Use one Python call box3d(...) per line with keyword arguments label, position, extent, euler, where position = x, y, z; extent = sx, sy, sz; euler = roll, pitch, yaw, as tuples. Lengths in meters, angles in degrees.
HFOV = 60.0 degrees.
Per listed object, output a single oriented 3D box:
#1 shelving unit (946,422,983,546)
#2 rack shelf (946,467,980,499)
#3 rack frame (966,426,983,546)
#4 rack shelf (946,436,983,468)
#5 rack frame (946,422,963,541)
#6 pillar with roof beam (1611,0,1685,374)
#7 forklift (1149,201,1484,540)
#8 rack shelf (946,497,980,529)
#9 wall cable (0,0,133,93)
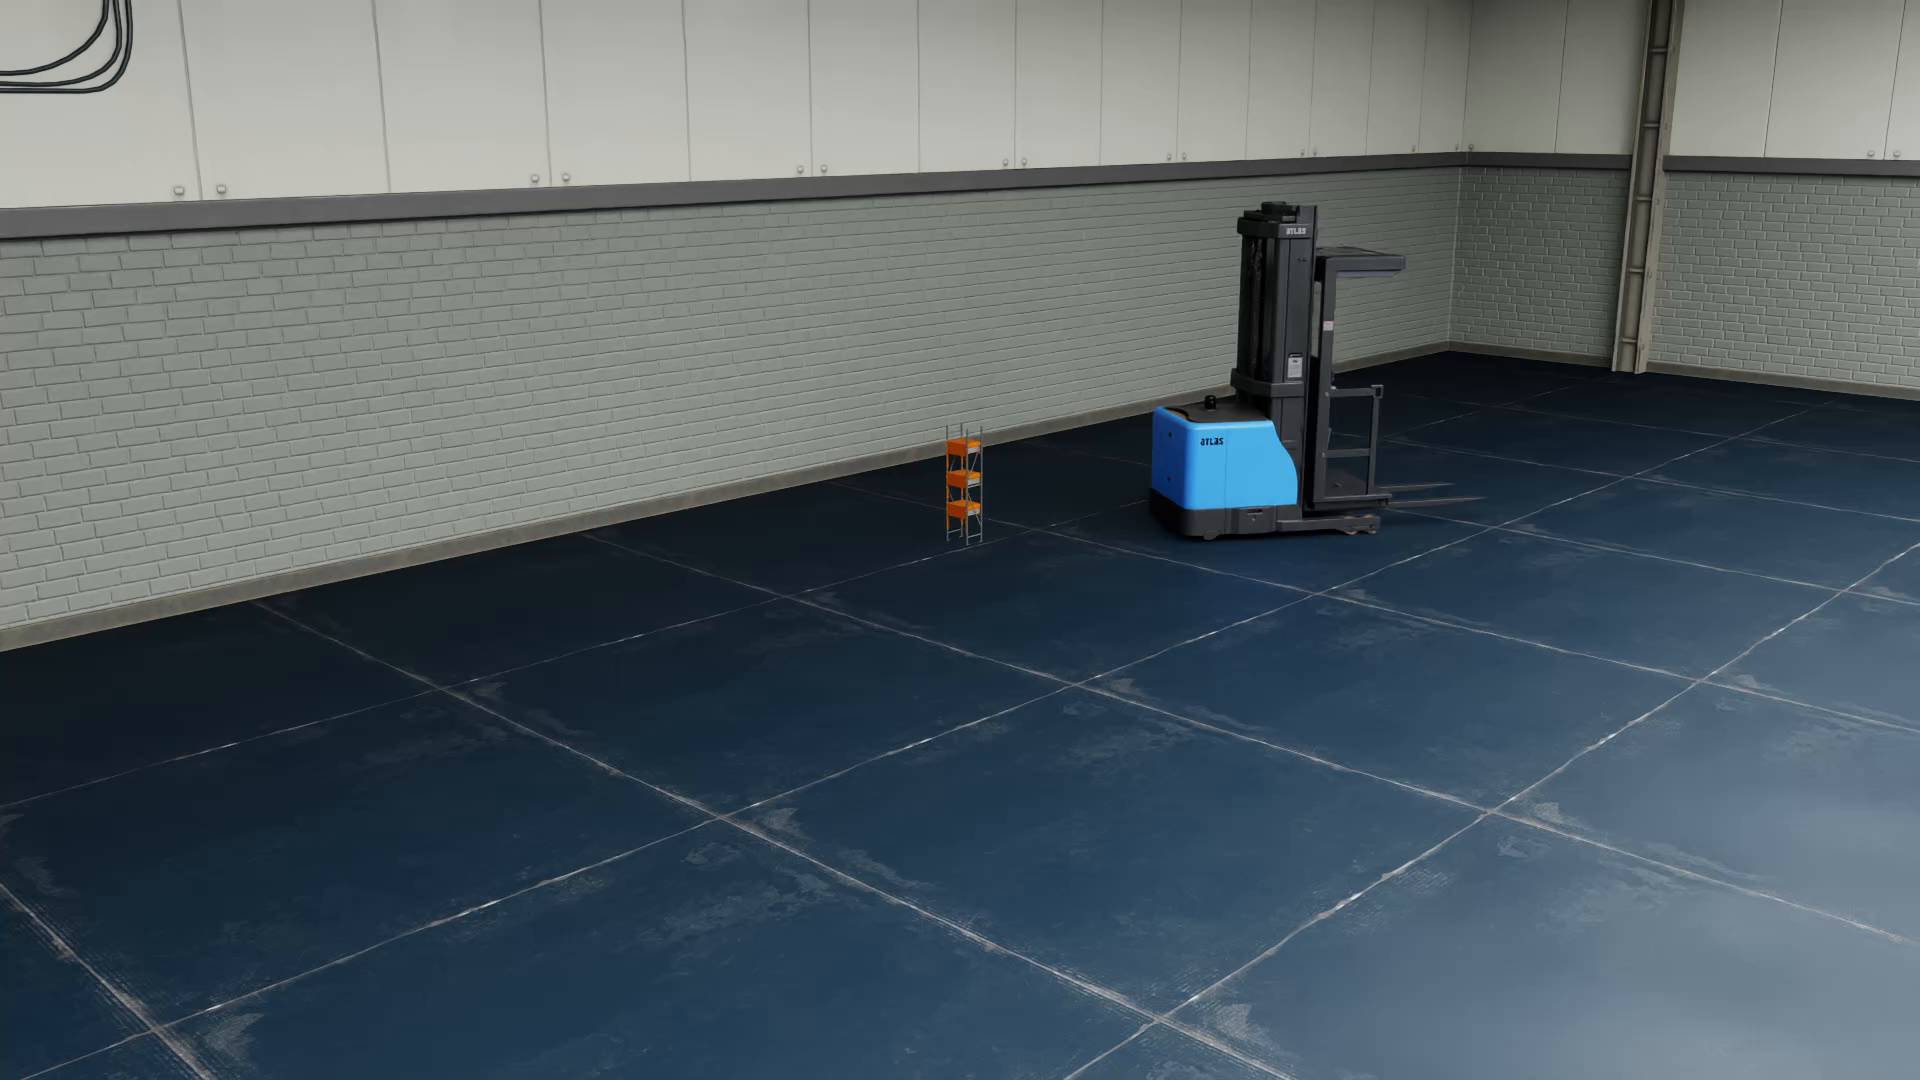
box3d(label="shelving unit", position=(0.039, -0.499, 14.764), extent=(0.252, 1.050, 0.215), euler=(14, 20, 42))
box3d(label="rack shelf", position=(0.039, -0.488, 14.766), extent=(0.240, 0.259, 0.215), euler=(14, 20, 42))
box3d(label="rack frame", position=(0.126, -0.477, 14.682), extent=(0.008, 1.050, 0.200), euler=(14, 20, 42))
box3d(label="rack shelf", position=(0.039, -0.763, 14.695), extent=(0.240, 0.259, 0.215), euler=(14, 20, 42))
box3d(label="rack frame", position=(-0.049, -0.520, 14.846), extent=(0.008, 1.050, 0.200), euler=(14, 20, 42))
box3d(label="pillar with roof beam", position=(6.856, -6.060, 20.343), extent=(0.400, 9.000, 9.100), euler=(14, 20, 42))
box3d(label="forklift", position=(3.352, -1.592, 15.228), extent=(3.031, 2.935, 1.130), euler=(-3, 15, -13))
box3d(label="rack shelf", position=(0.039, -0.219, 14.837), extent=(0.240, 0.259, 0.215), euler=(14, 20, 42))
box3d(label="wall cable", position=(-6.622, -5.246, 10.472), extent=(0.169, 6.003, 2.305), euler=(14, 20, 42))
